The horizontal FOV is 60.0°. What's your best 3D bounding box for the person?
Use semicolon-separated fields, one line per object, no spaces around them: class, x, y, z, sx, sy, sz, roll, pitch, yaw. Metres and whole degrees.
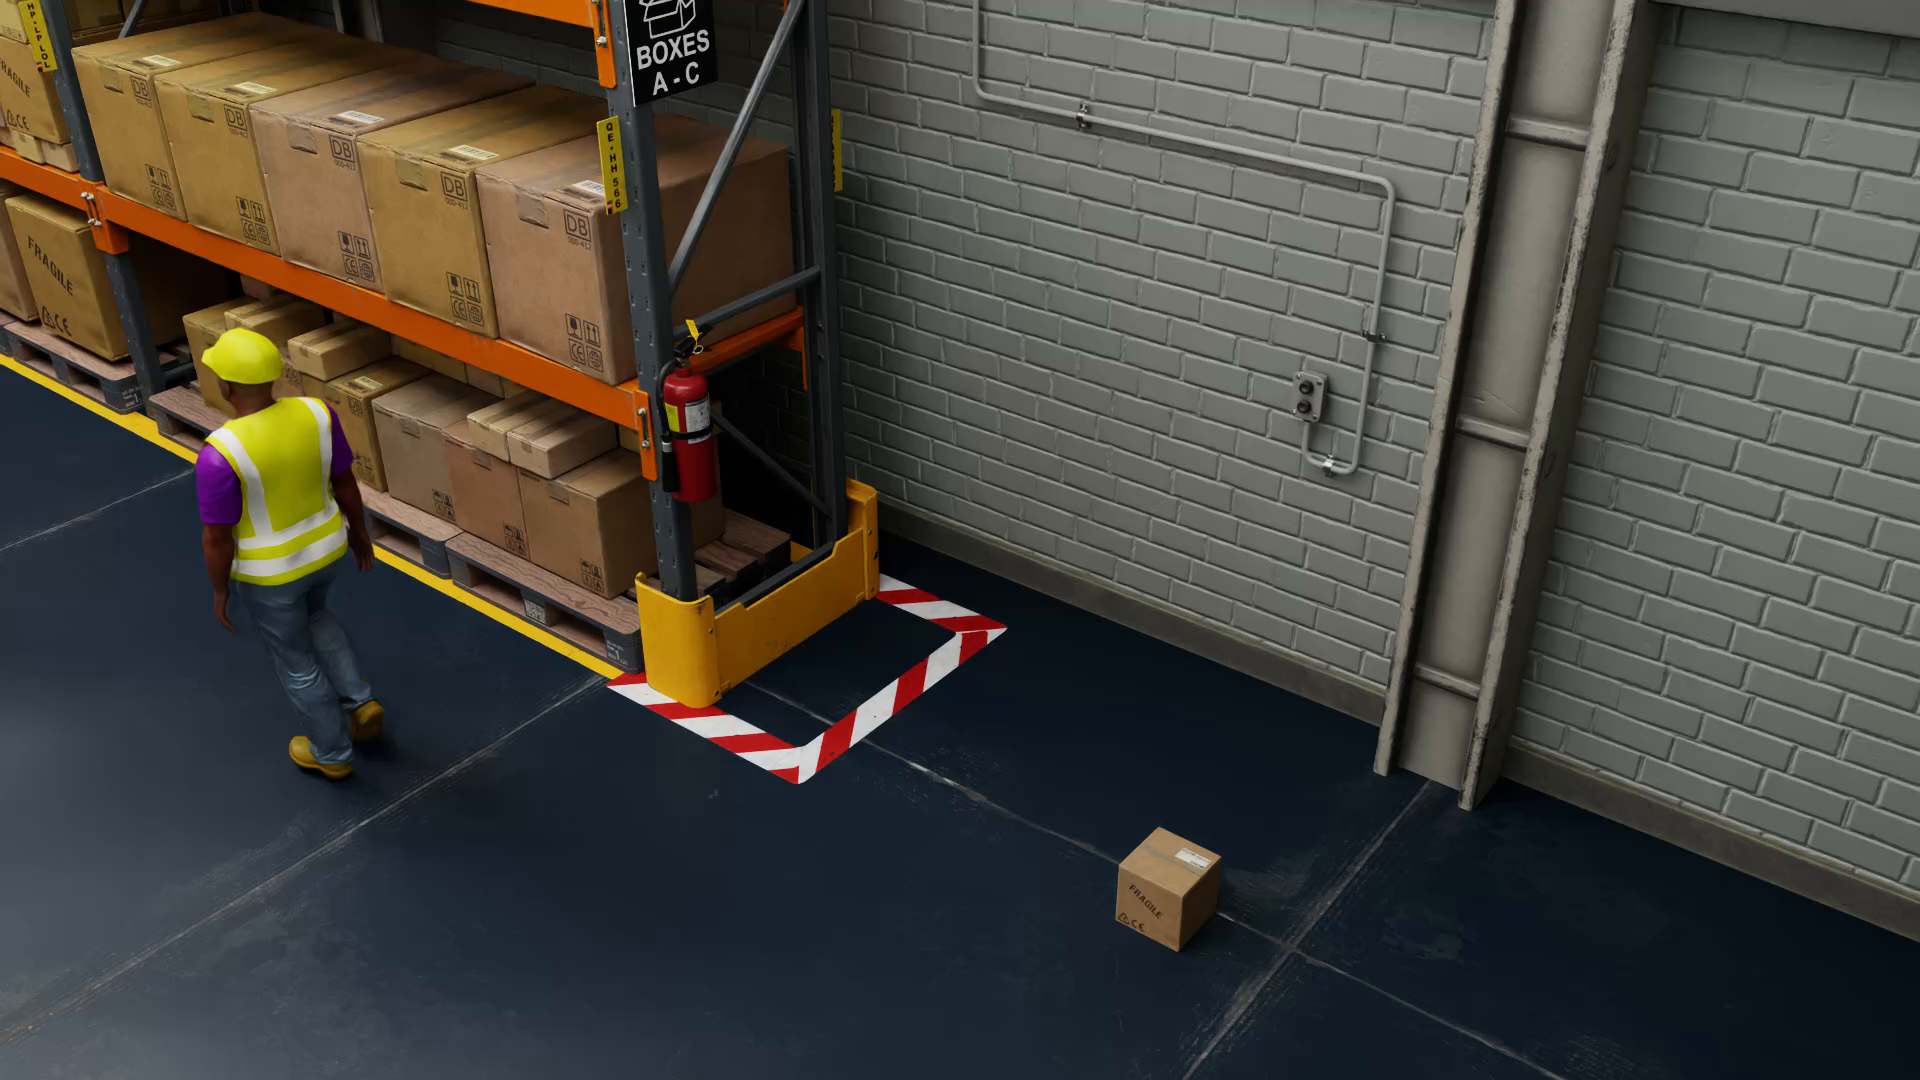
person;-2.439;0.071;5.985;0.441;1.799;0.609;17;35;27
